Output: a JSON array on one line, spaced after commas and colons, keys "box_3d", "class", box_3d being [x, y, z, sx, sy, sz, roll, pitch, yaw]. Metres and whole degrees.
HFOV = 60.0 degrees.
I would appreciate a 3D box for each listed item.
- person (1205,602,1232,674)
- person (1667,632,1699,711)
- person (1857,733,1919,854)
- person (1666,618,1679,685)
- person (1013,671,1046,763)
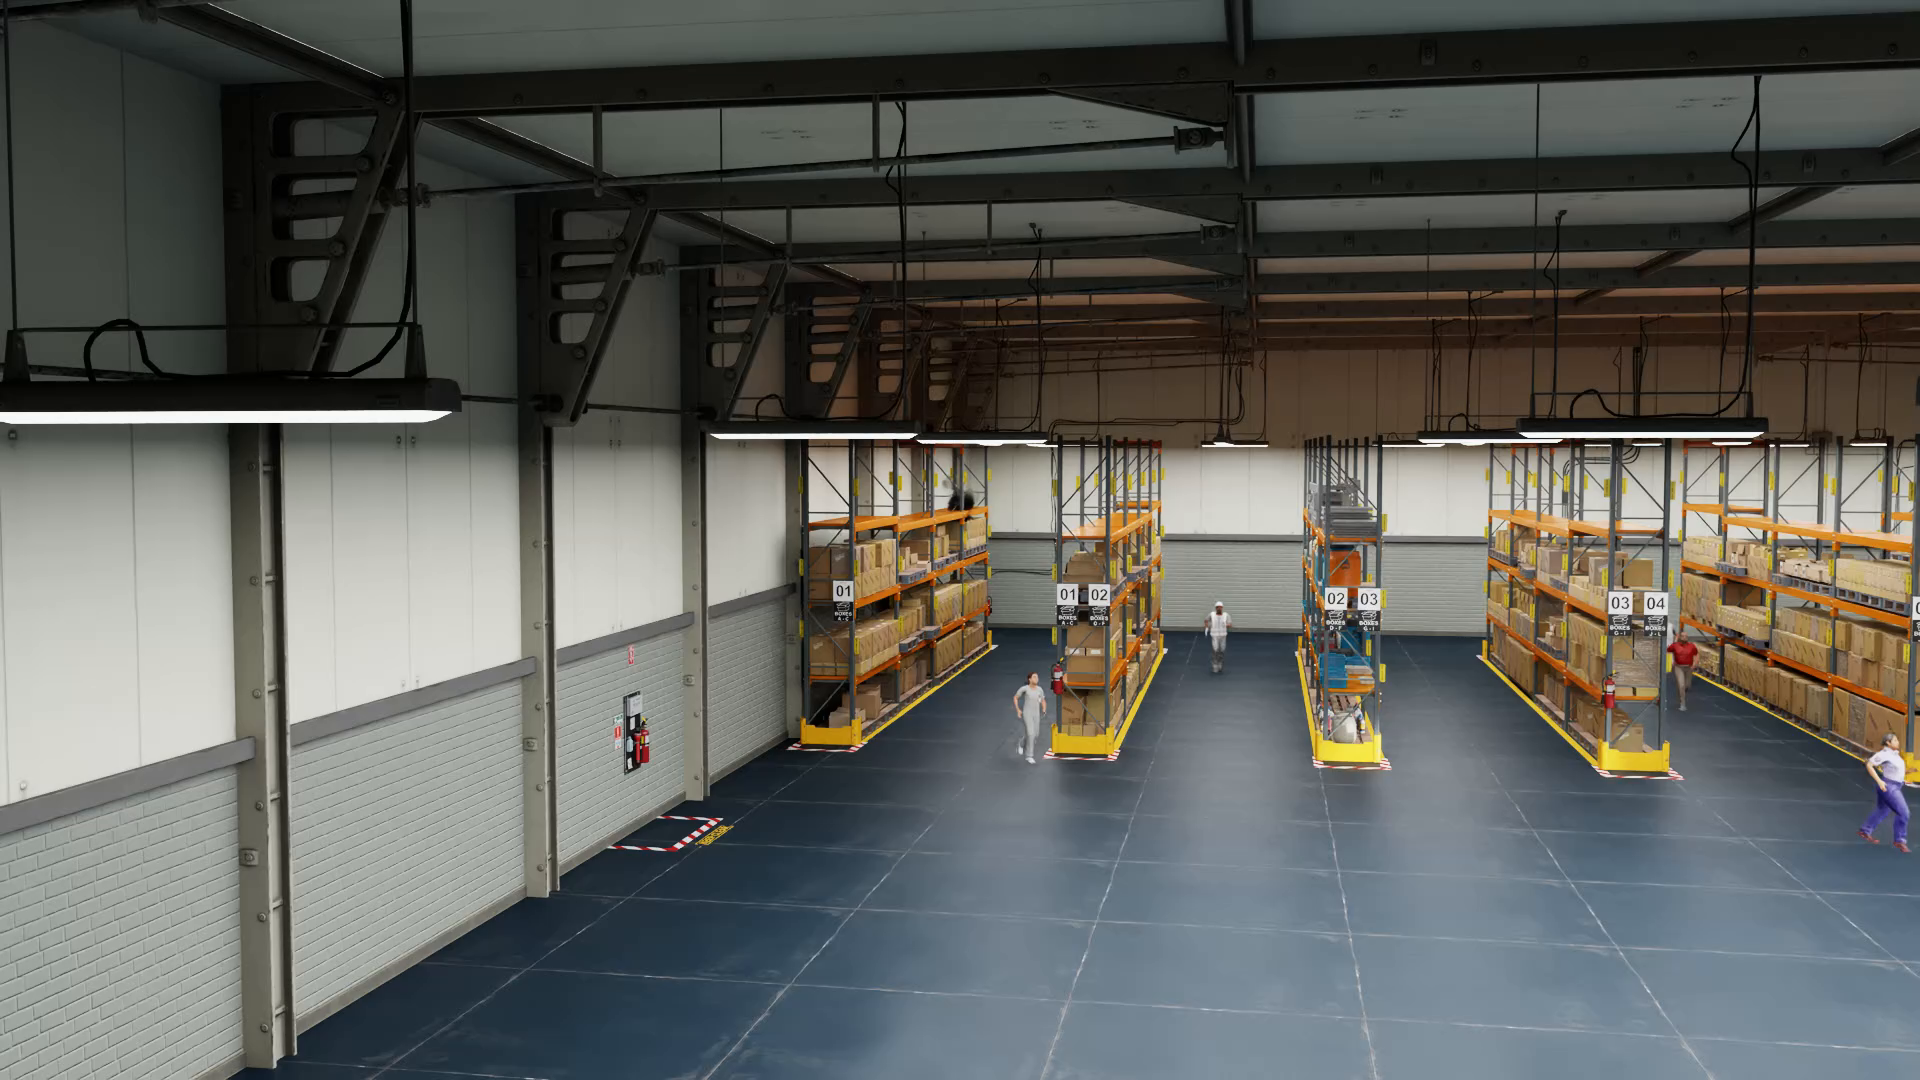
[{"box_3d": [6.670, 2.513, 42.894, 0.661, 1.847, 0.785, 0, 3, -2], "class": "person"}, {"box_3d": [16.025, 2.888, 36.880, 0.675, 1.730, 0.868, 0, 3, 9], "class": "person"}, {"box_3d": [13.286, 3.613, 23.820, 0.764, 1.711, 0.579, 2, 4, 36], "class": "person"}, {"box_3d": [17.273, 2.651, 40.761, 0.651, 1.756, 0.619, 1, 3, 19], "class": "person"}, {"box_3d": [1.316, 3.256, 30.719, 0.616, 1.646, 0.687, -1, 3, -24], "class": "person"}]
